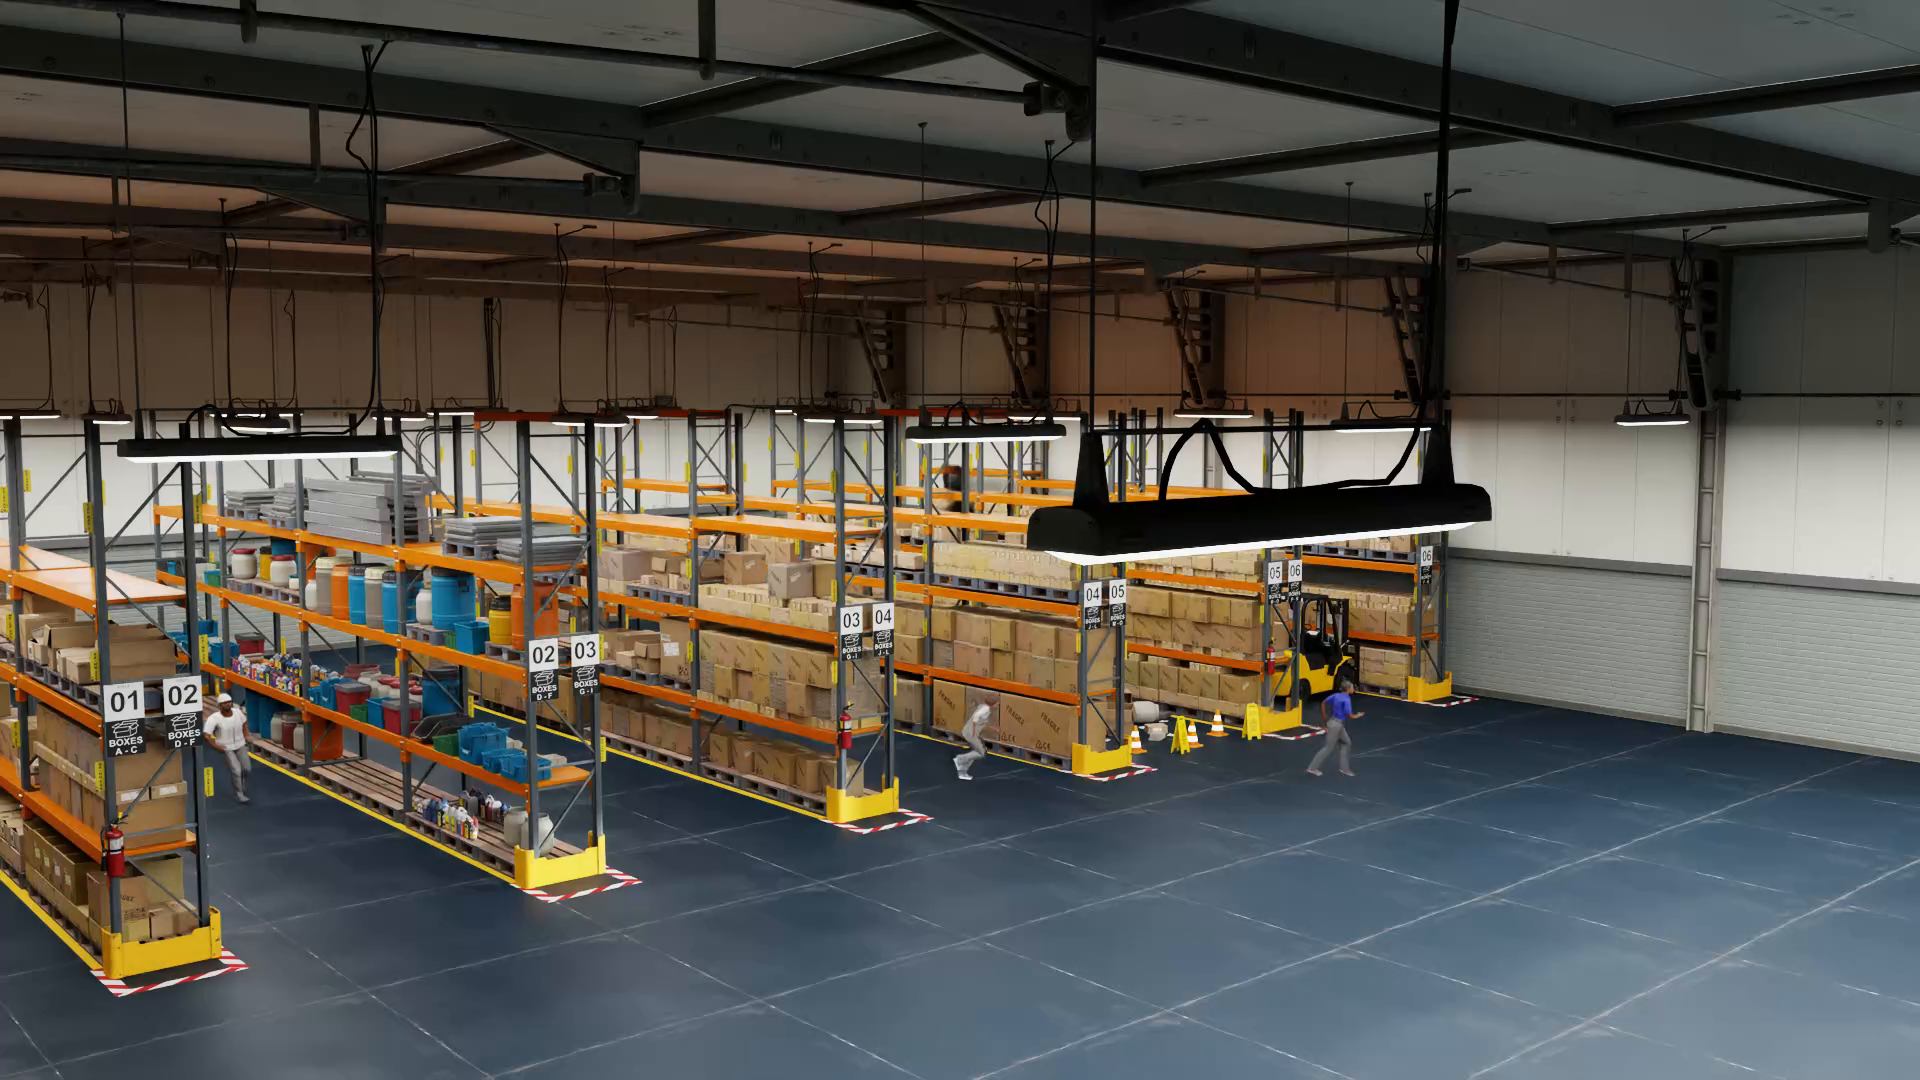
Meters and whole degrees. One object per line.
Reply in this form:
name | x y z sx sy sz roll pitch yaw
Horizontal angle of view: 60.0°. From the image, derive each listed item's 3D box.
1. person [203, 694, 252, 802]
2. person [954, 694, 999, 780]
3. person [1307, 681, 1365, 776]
person | -11.357 3.219 25.777 0.571 1.723 0.755 5 7 42
person | 0.276 3.240 27.254 0.758 1.420 0.562 -1 5 -6
person | 6.182 3.115 27.379 0.969 1.622 0.572 0 5 -4
